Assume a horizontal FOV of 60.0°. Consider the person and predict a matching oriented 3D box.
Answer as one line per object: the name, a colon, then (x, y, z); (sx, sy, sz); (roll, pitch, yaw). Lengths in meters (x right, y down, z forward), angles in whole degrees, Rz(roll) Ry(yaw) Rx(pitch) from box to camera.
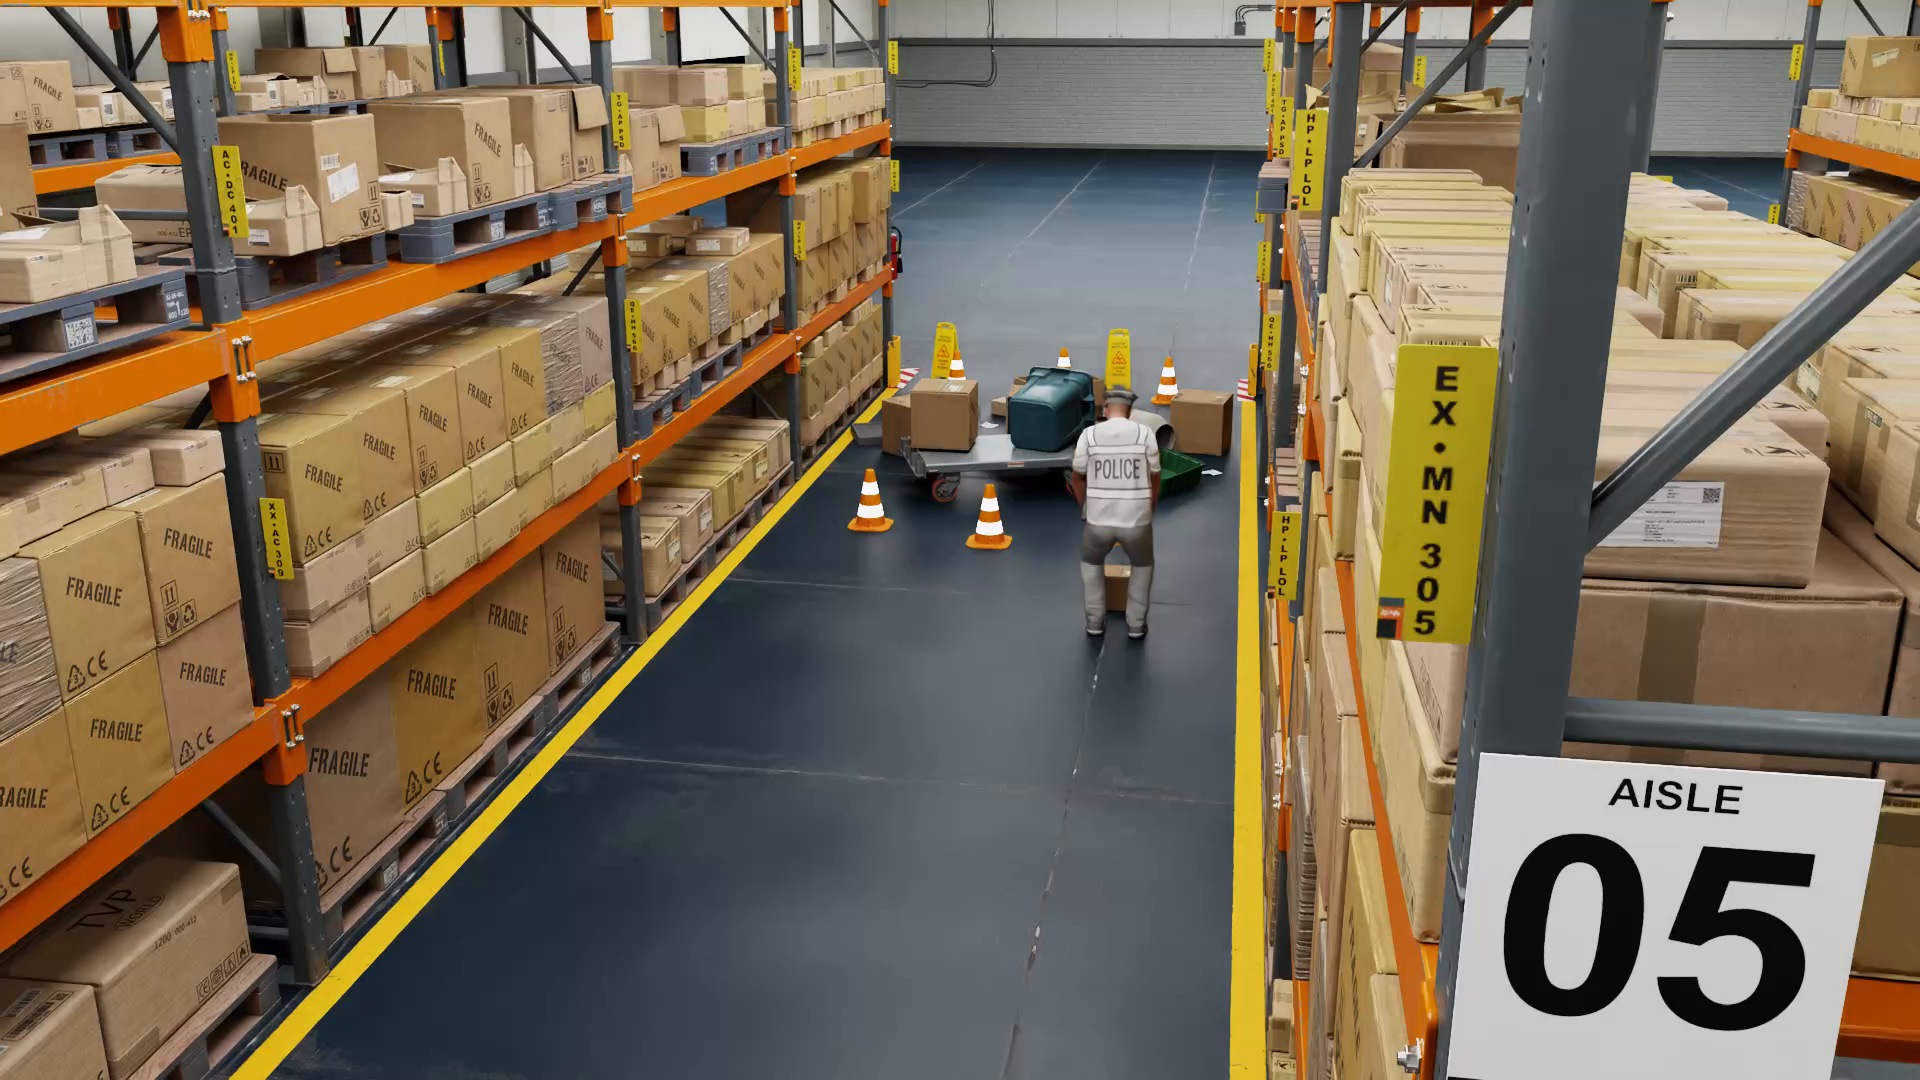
person: (1.007, -0.164, 10.834); (0.581, 1.594, 0.658); (3, 18, 9)
